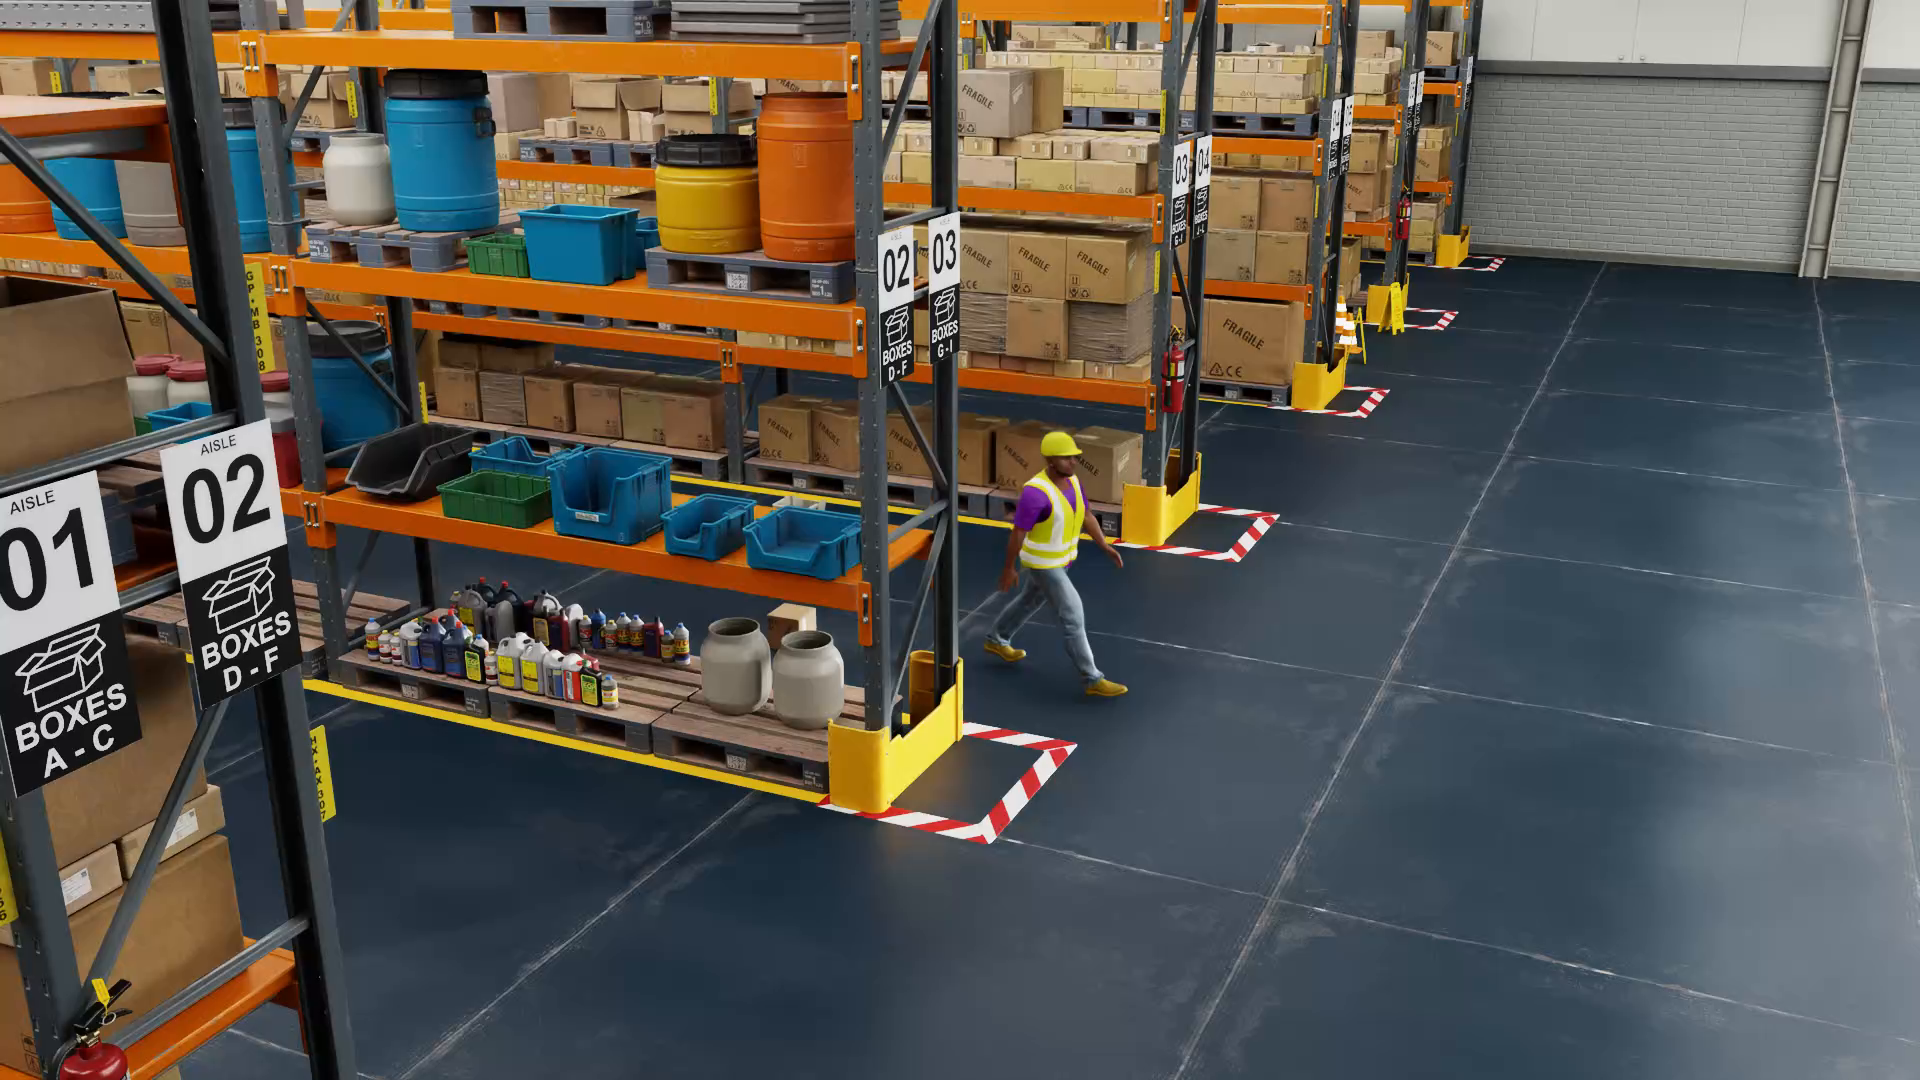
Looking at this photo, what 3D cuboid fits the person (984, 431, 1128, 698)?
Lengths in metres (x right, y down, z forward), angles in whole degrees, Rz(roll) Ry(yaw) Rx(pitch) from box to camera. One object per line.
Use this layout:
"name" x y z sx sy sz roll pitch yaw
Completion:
"person" 0.620 0.119 10.695 1.144 1.700 0.626 11 22 28
